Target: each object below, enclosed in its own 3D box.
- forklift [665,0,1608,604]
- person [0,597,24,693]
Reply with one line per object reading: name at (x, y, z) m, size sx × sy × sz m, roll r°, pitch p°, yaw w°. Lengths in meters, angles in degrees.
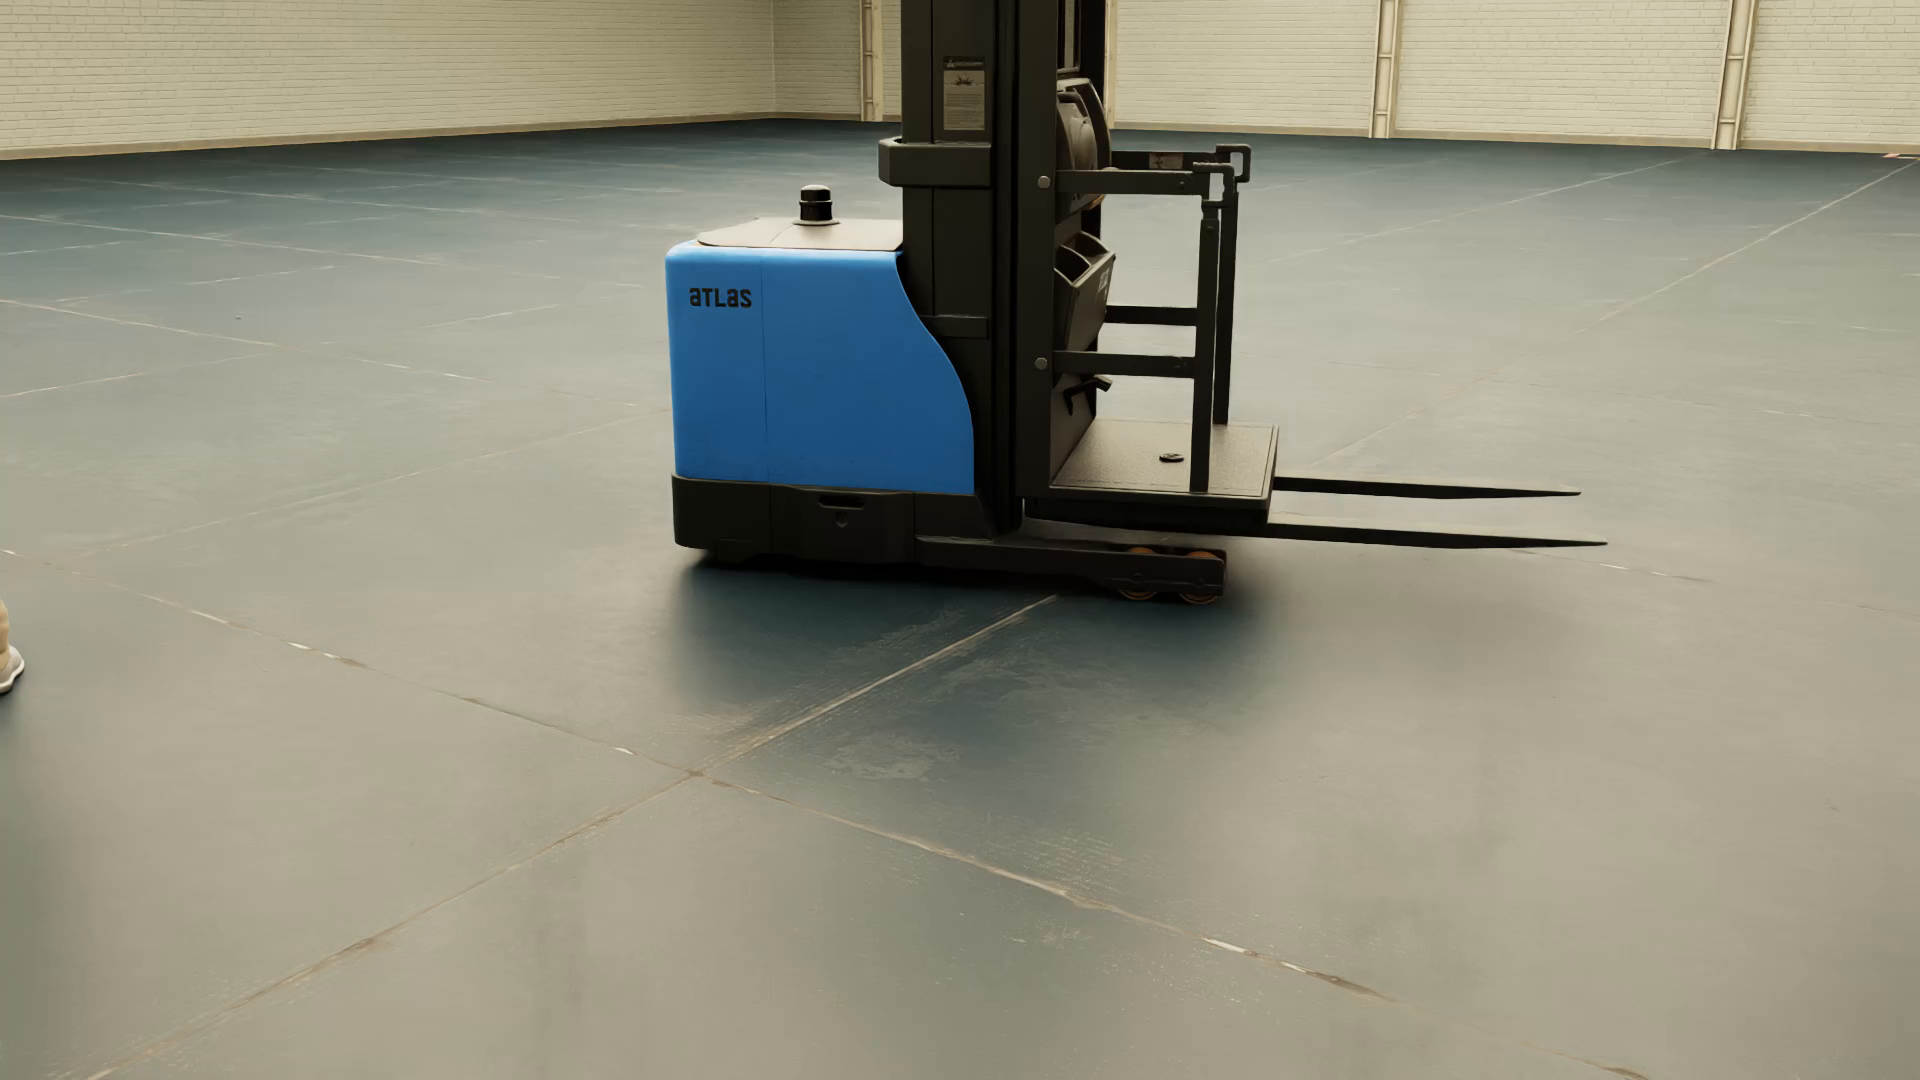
forklift at (0.595, -1.367, 5.404) m, size 3.031 × 2.935 × 1.130 m, roll 4°, pitch 17°, yaw 12°
person at (-2.816, -0.397, 4.268) m, size 0.527 × 1.728 × 0.389 m, roll -13°, pitch 21°, yaw -36°
